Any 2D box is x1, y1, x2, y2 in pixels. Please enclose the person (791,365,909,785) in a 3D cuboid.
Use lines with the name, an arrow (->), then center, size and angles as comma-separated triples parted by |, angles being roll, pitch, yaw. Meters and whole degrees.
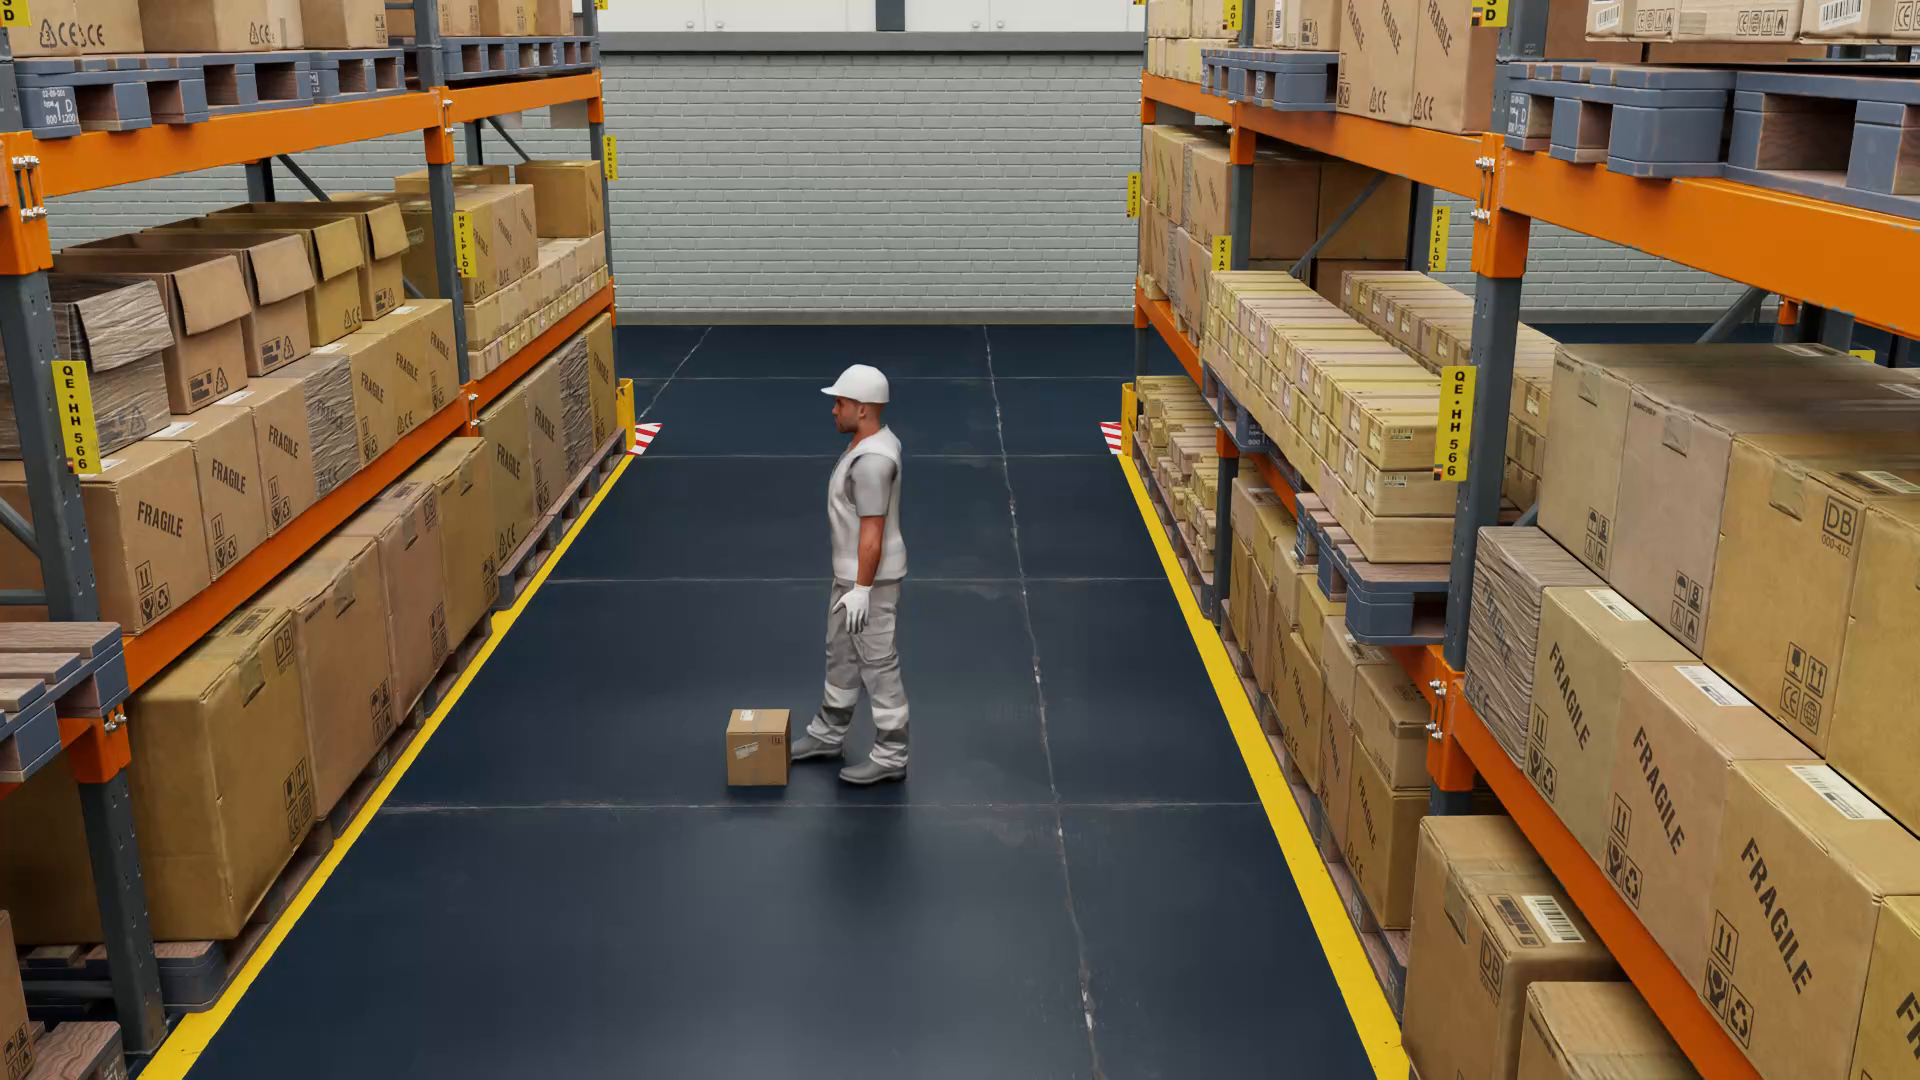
person -> -0.510, 0.162, 6.942 | 0.584, 1.787, 0.574 | -2, 17, -6
